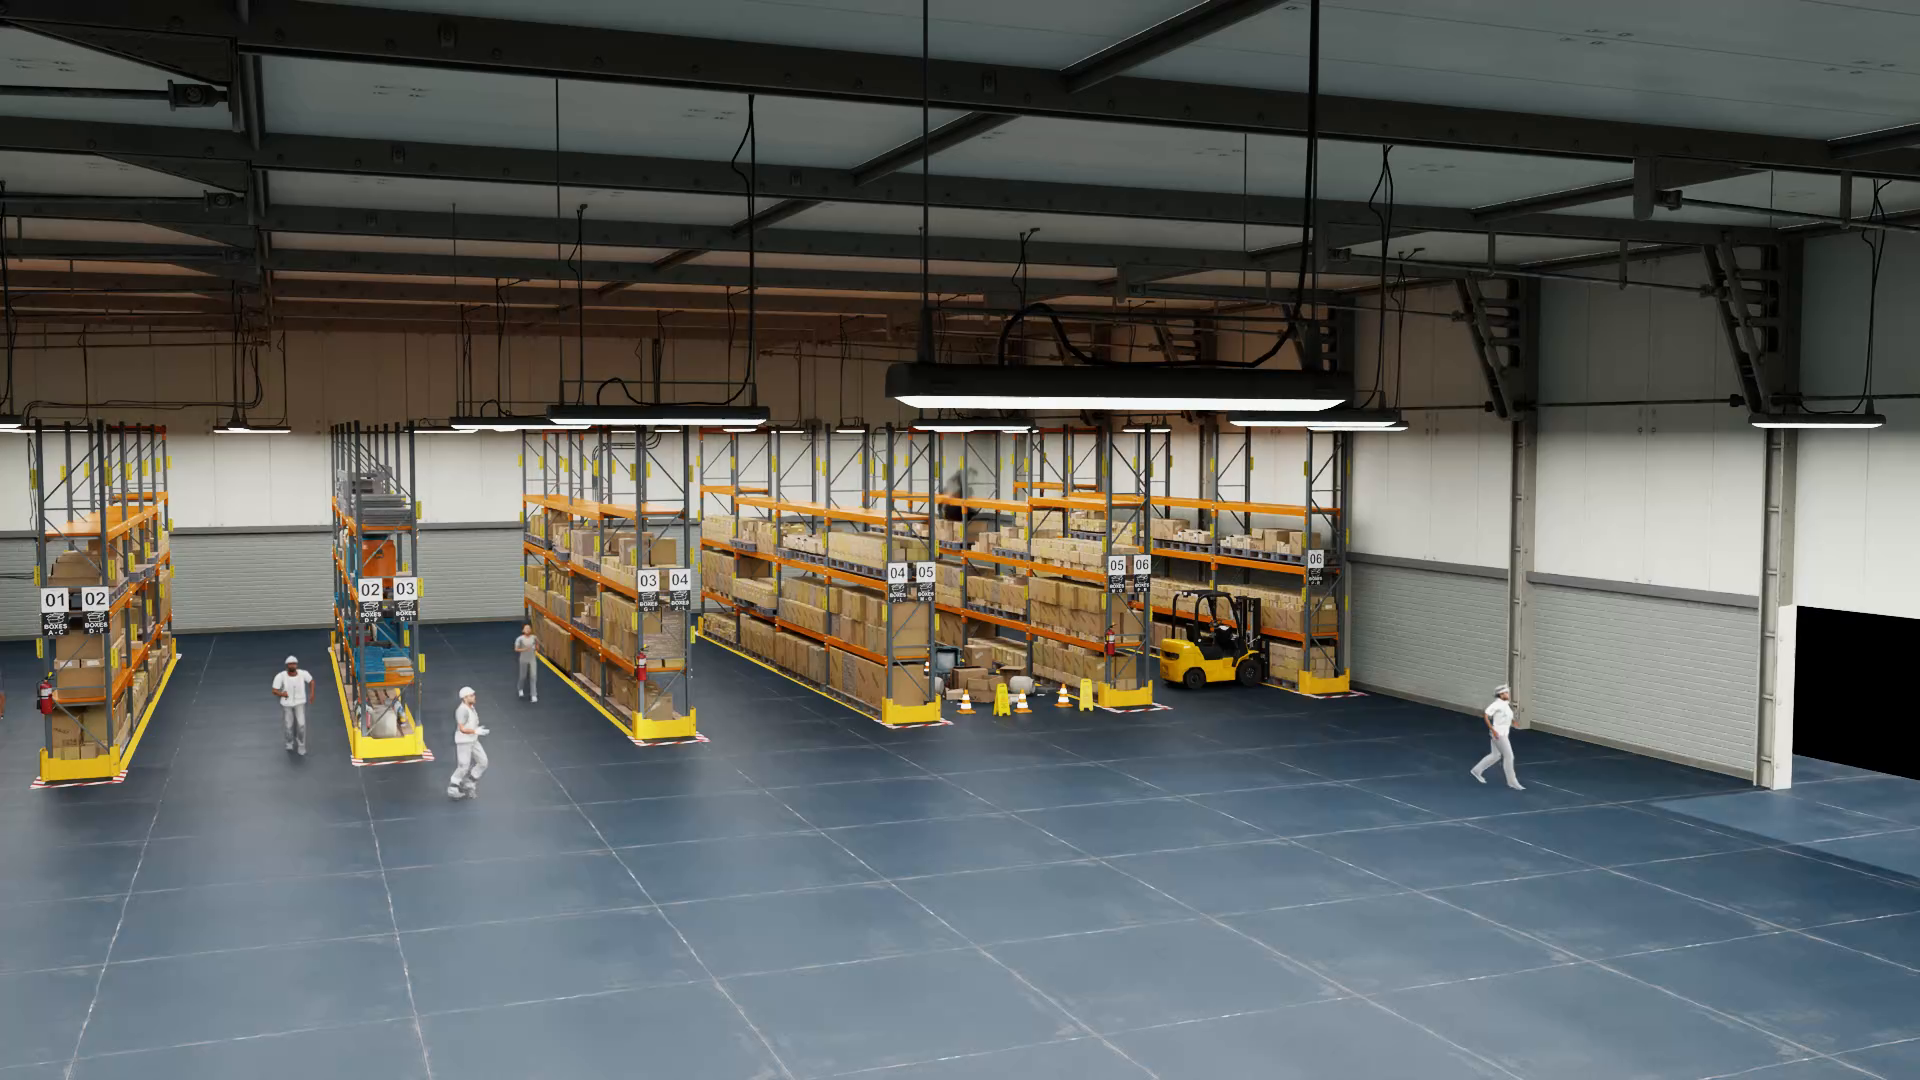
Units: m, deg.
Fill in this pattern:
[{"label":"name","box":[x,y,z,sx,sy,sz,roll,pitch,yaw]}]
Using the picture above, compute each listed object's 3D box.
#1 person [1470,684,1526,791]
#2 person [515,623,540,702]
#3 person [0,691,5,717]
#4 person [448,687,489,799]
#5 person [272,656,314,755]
[{"label":"person","box":[8.764,3.182,27.058,0.882,1.714,0.579,2,4,24]},{"label":"person","box":[-9.337,2.619,35.917,0.564,1.653,0.970,-2,4,-29]},{"label":"person","box":[-16.920,3.123,28.801,0.626,1.602,0.668,-1,4,-21]},{"label":"person","box":[-7.701,3.211,26.135,0.710,1.820,0.690,0,4,5]},{"label":"person","box":[-11.964,2.983,29.882,0.730,1.812,0.726,-2,4,-26]}]
